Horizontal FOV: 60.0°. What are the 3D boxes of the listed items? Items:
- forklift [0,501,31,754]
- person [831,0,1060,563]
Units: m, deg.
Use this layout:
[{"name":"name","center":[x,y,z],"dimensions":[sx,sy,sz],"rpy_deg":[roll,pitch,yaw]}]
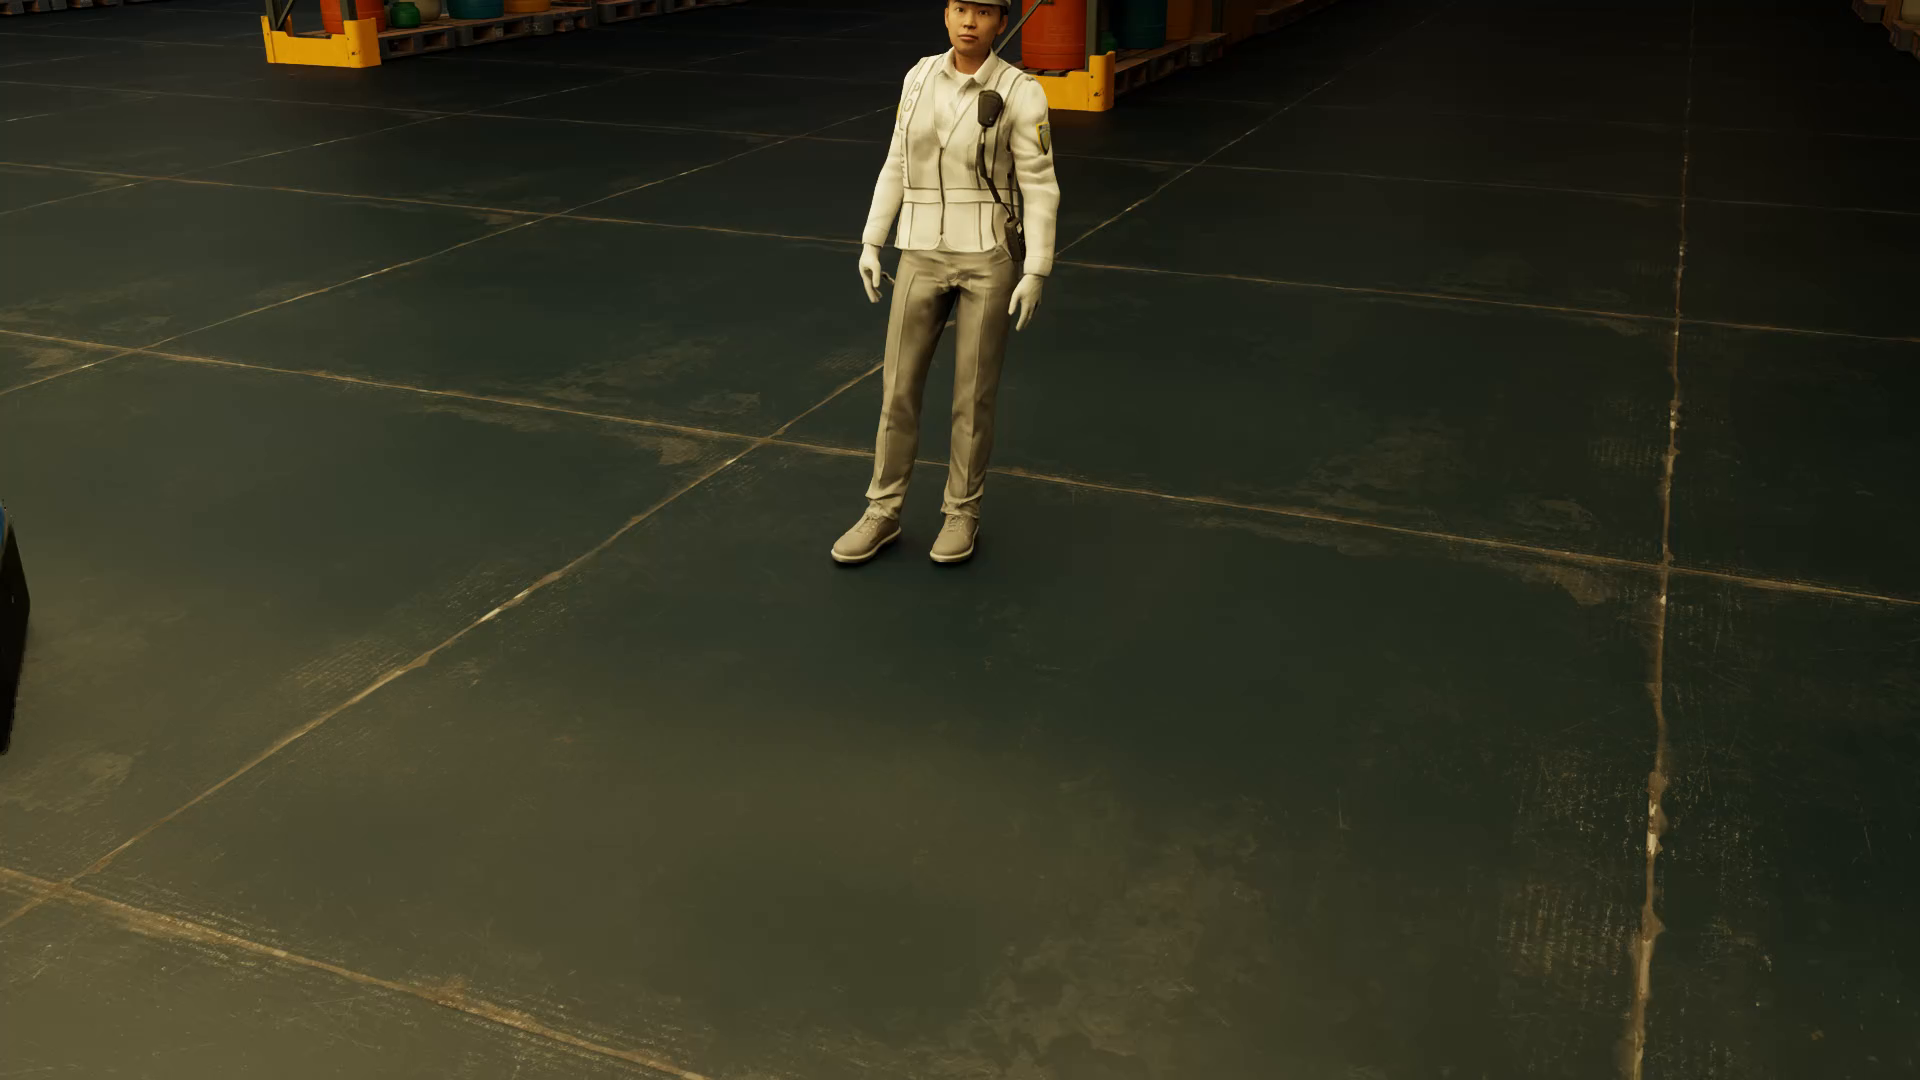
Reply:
[{"name":"forklift","center":[-3.726,-0.728,3.034],"dimensions":[3.031,2.935,1.130],"rpy_deg":[-10,25,-22]},{"name":"person","center":[-0.032,-0.765,4.707],"dimensions":[0.588,1.695,0.531],"rpy_deg":[9,24,21]}]
